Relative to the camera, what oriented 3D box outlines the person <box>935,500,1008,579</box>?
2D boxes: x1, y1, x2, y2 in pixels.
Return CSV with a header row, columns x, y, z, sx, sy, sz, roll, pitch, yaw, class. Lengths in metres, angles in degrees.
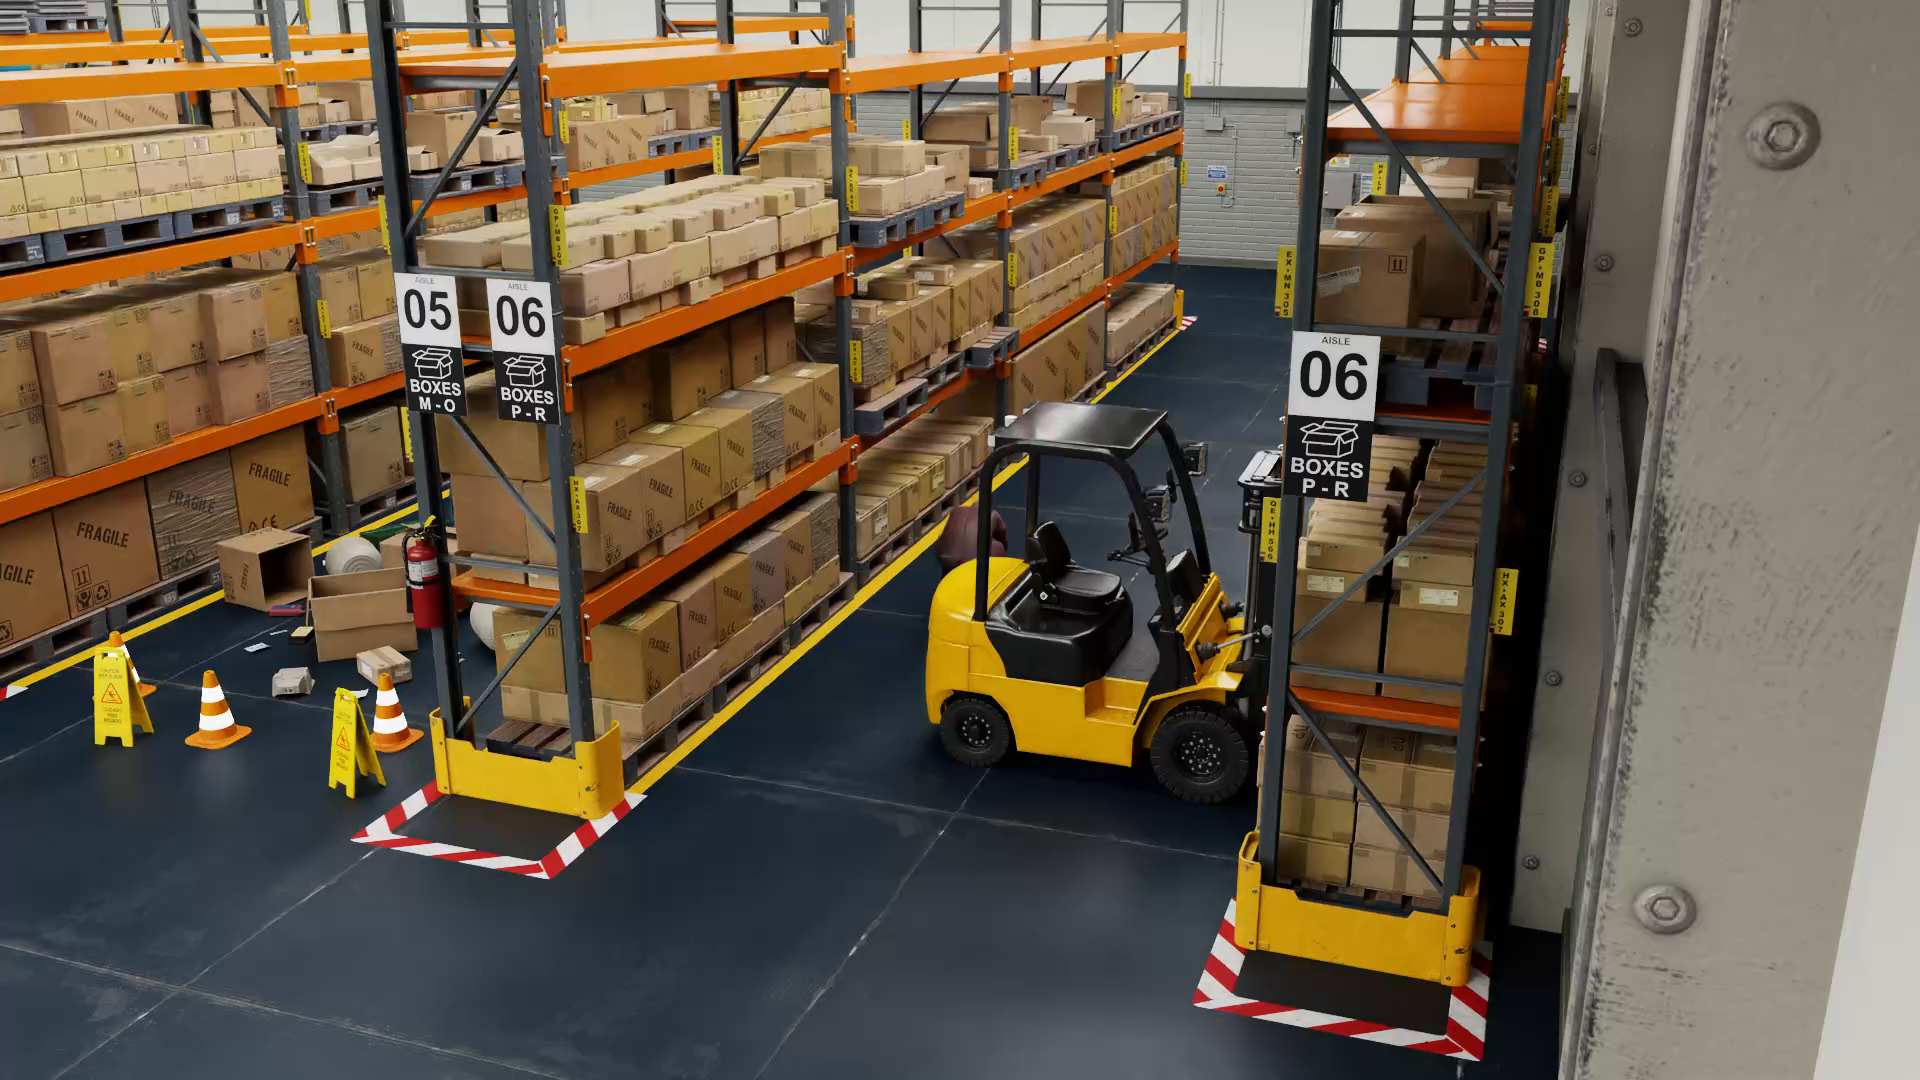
x,y,z,sx,sy,sz,roll,pitch,yaw,class
0.105,0.152,13.181,0.581,0.836,0.951,5,19,14,person
